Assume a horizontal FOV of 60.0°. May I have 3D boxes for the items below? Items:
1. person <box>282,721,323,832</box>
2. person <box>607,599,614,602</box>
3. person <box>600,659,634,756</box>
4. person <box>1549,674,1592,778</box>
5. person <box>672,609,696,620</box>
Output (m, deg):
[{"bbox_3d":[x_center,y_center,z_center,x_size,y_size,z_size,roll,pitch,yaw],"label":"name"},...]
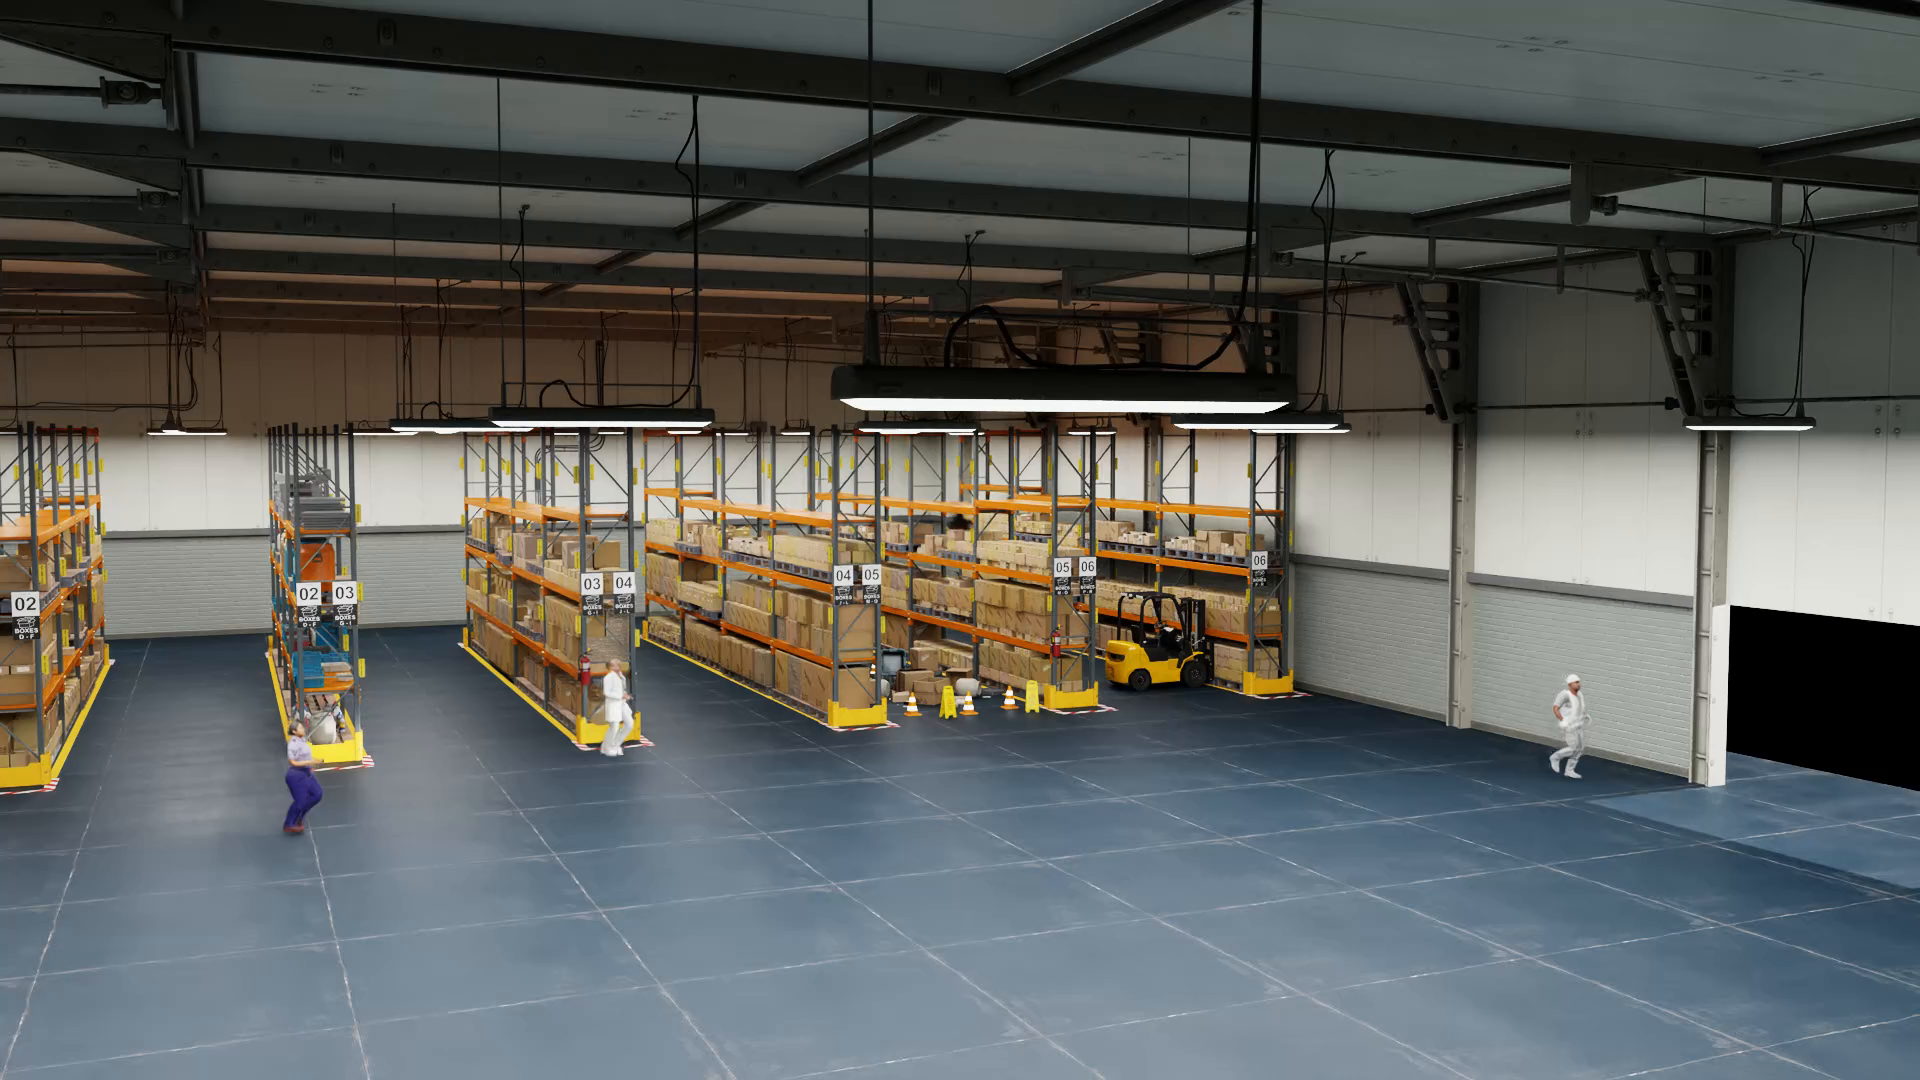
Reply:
[{"bbox_3d":[-9.534,3.441,24.144,0.590,1.616,0.589,0,4,-7],"label":"person"},{"bbox_3d":[-10.034,1.950,47.433,0.695,1.772,0.869,1,4,20],"label":"person"},{"bbox_3d":[-6.147,3.021,29.944,0.730,1.788,0.749,1,4,22],"label":"person"},{"bbox_3d":[10.323,3.135,28.117,0.699,1.749,0.591,-3,4,-38],"label":"person"},{"bbox_3d":[-8.293,1.893,49.404,0.847,1.577,0.659,1,4,21],"label":"person"}]
